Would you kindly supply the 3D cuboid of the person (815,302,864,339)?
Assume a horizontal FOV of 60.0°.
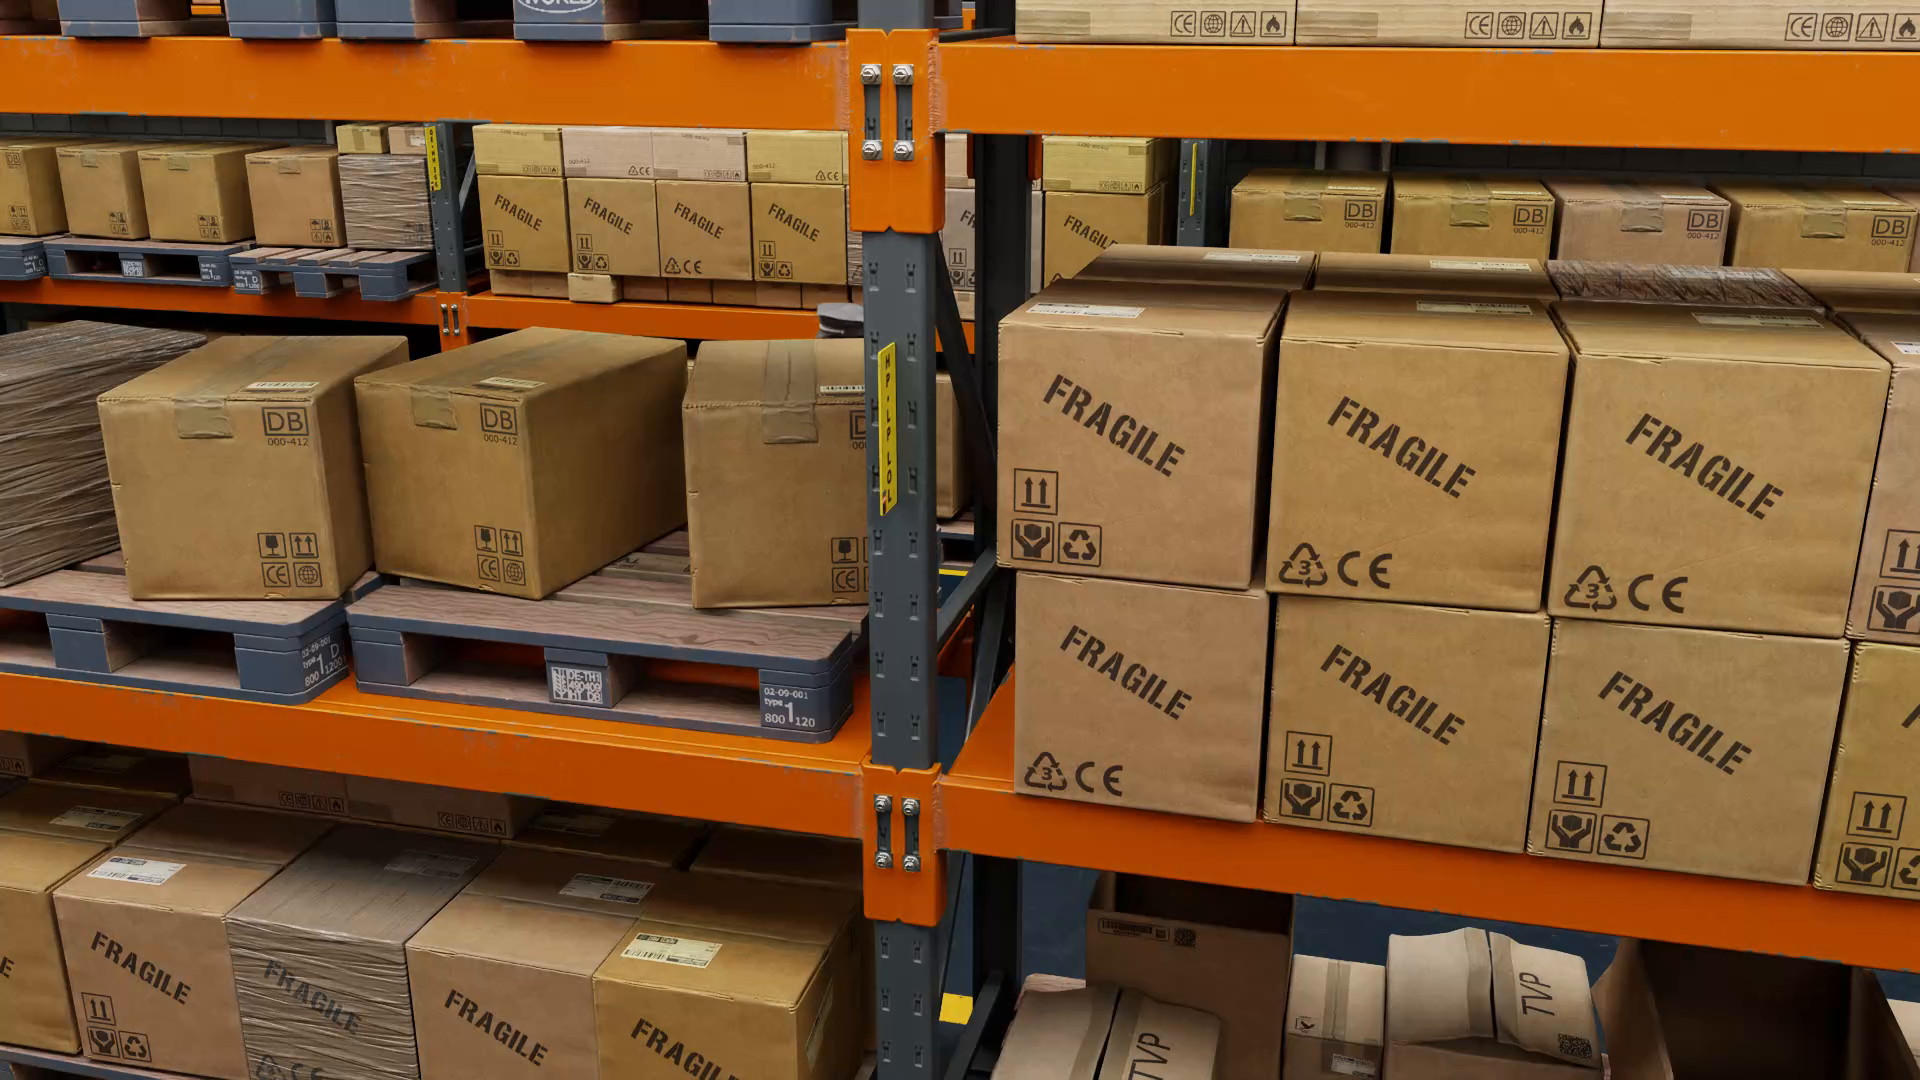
[{"bbox_3d":[-0.428,-0.182,7.099,0.403,1.664,0.528,5,19,14],"label":"person"}]
